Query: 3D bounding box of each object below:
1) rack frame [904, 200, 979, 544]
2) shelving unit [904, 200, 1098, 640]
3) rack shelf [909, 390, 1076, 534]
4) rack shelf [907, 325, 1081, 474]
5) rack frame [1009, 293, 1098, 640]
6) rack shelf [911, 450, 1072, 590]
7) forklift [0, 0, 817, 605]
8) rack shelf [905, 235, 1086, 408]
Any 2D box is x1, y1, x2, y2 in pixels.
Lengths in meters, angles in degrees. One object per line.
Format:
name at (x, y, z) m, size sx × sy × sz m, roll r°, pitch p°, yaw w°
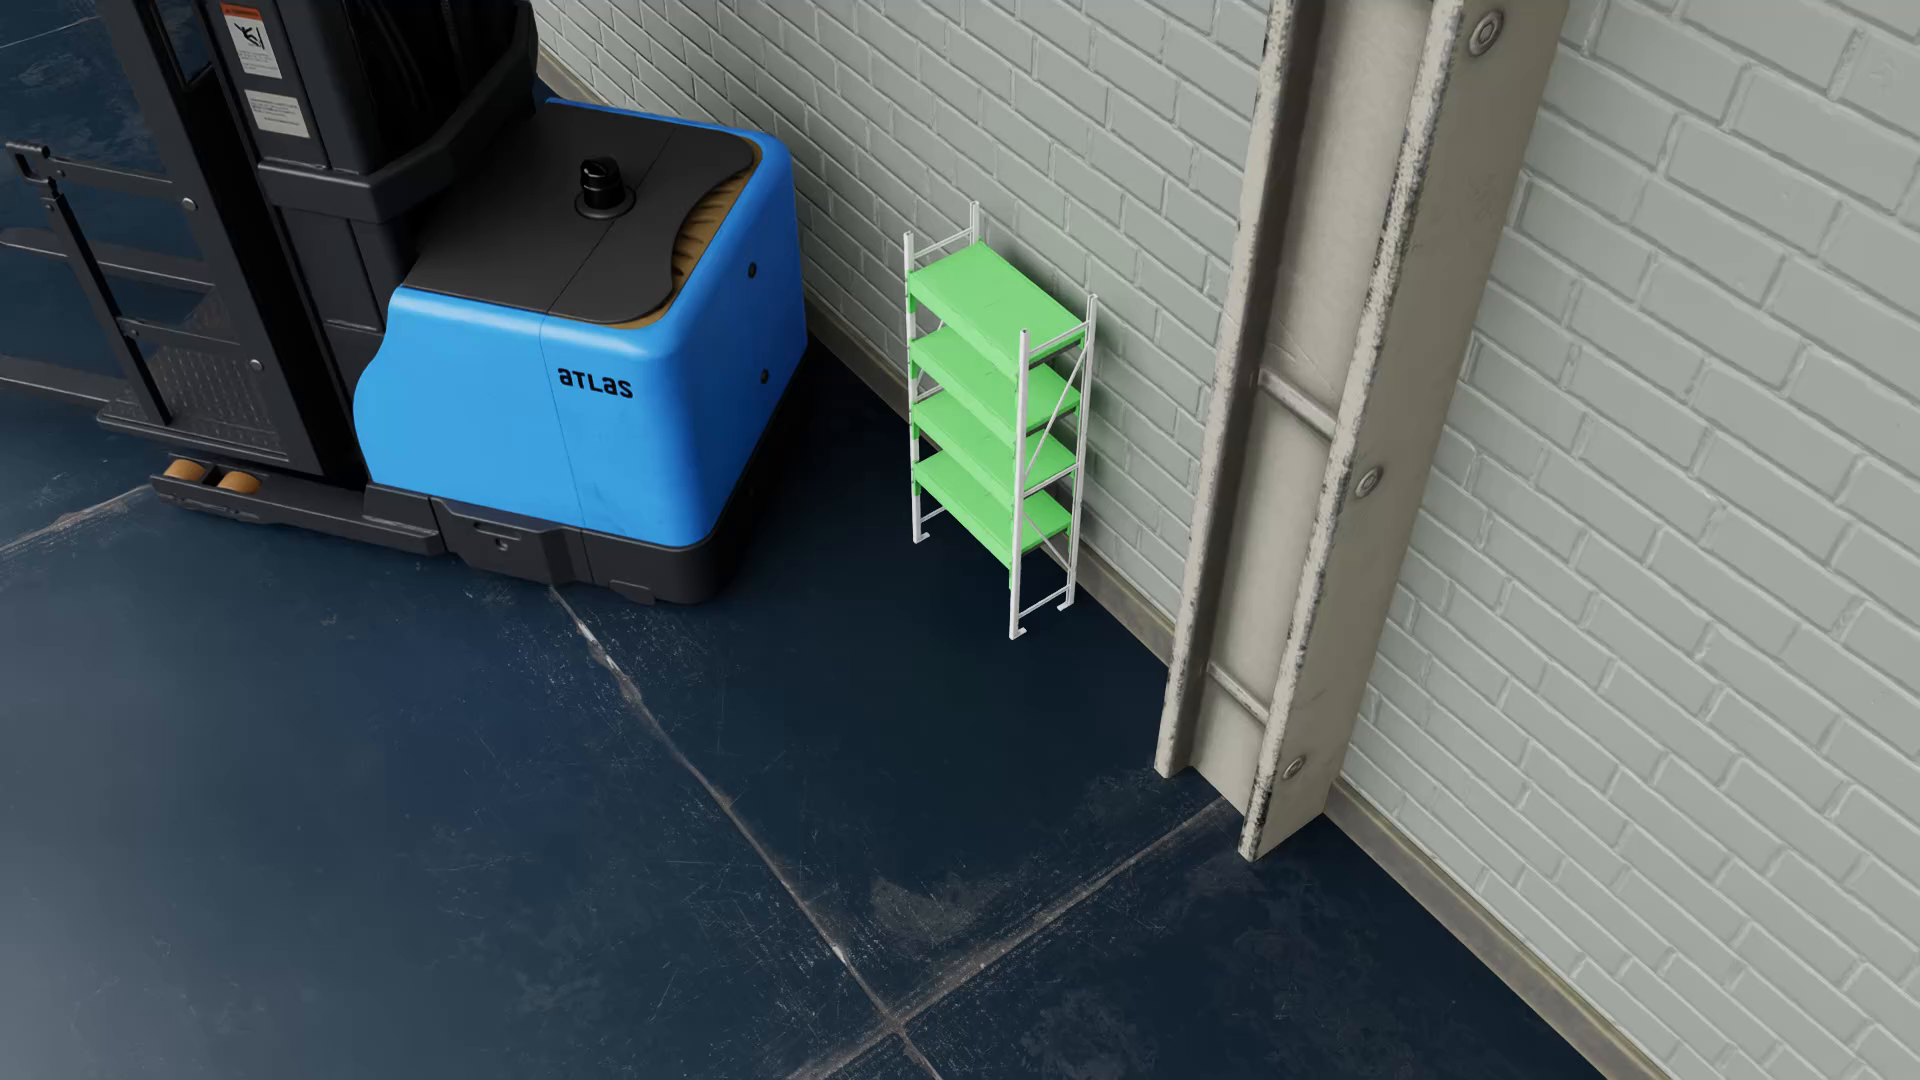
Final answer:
rack frame at (-0.048, -0.449, 4.847) m, size 0.240 × 1.200 × 0.015 m, roll -29°, pitch 54°, yaw -24°
shelving unit at (0.100, -0.305, 4.717) m, size 0.258 × 1.200 × 0.503 m, roll -29°, pitch 54°, yaw -24°
rack shelf at (0.100, -0.262, 4.764) m, size 0.258 × 0.148 × 0.480 m, roll -29°, pitch 54°, yaw -24°
rack shelf at (0.100, -0.424, 4.587) m, size 0.258 × 0.148 × 0.480 m, roll -29°, pitch 54°, yaw -24°
rack frame at (0.248, -0.162, 4.587) m, size 0.240 × 1.200 × 0.015 m, roll -29°, pitch 54°, yaw -24°
rack shelf at (0.100, -0.101, 4.942) m, size 0.258 × 0.148 × 0.480 m, roll -29°, pitch 54°, yaw -24°
forklift at (-2.056, -1.405, 4.546) m, size 3.031 × 2.935 × 1.130 m, roll 12°, pitch 49°, yaw 11°
rack shelf at (0.100, -0.585, 4.409) m, size 0.258 × 0.148 × 0.480 m, roll -29°, pitch 54°, yaw -24°
